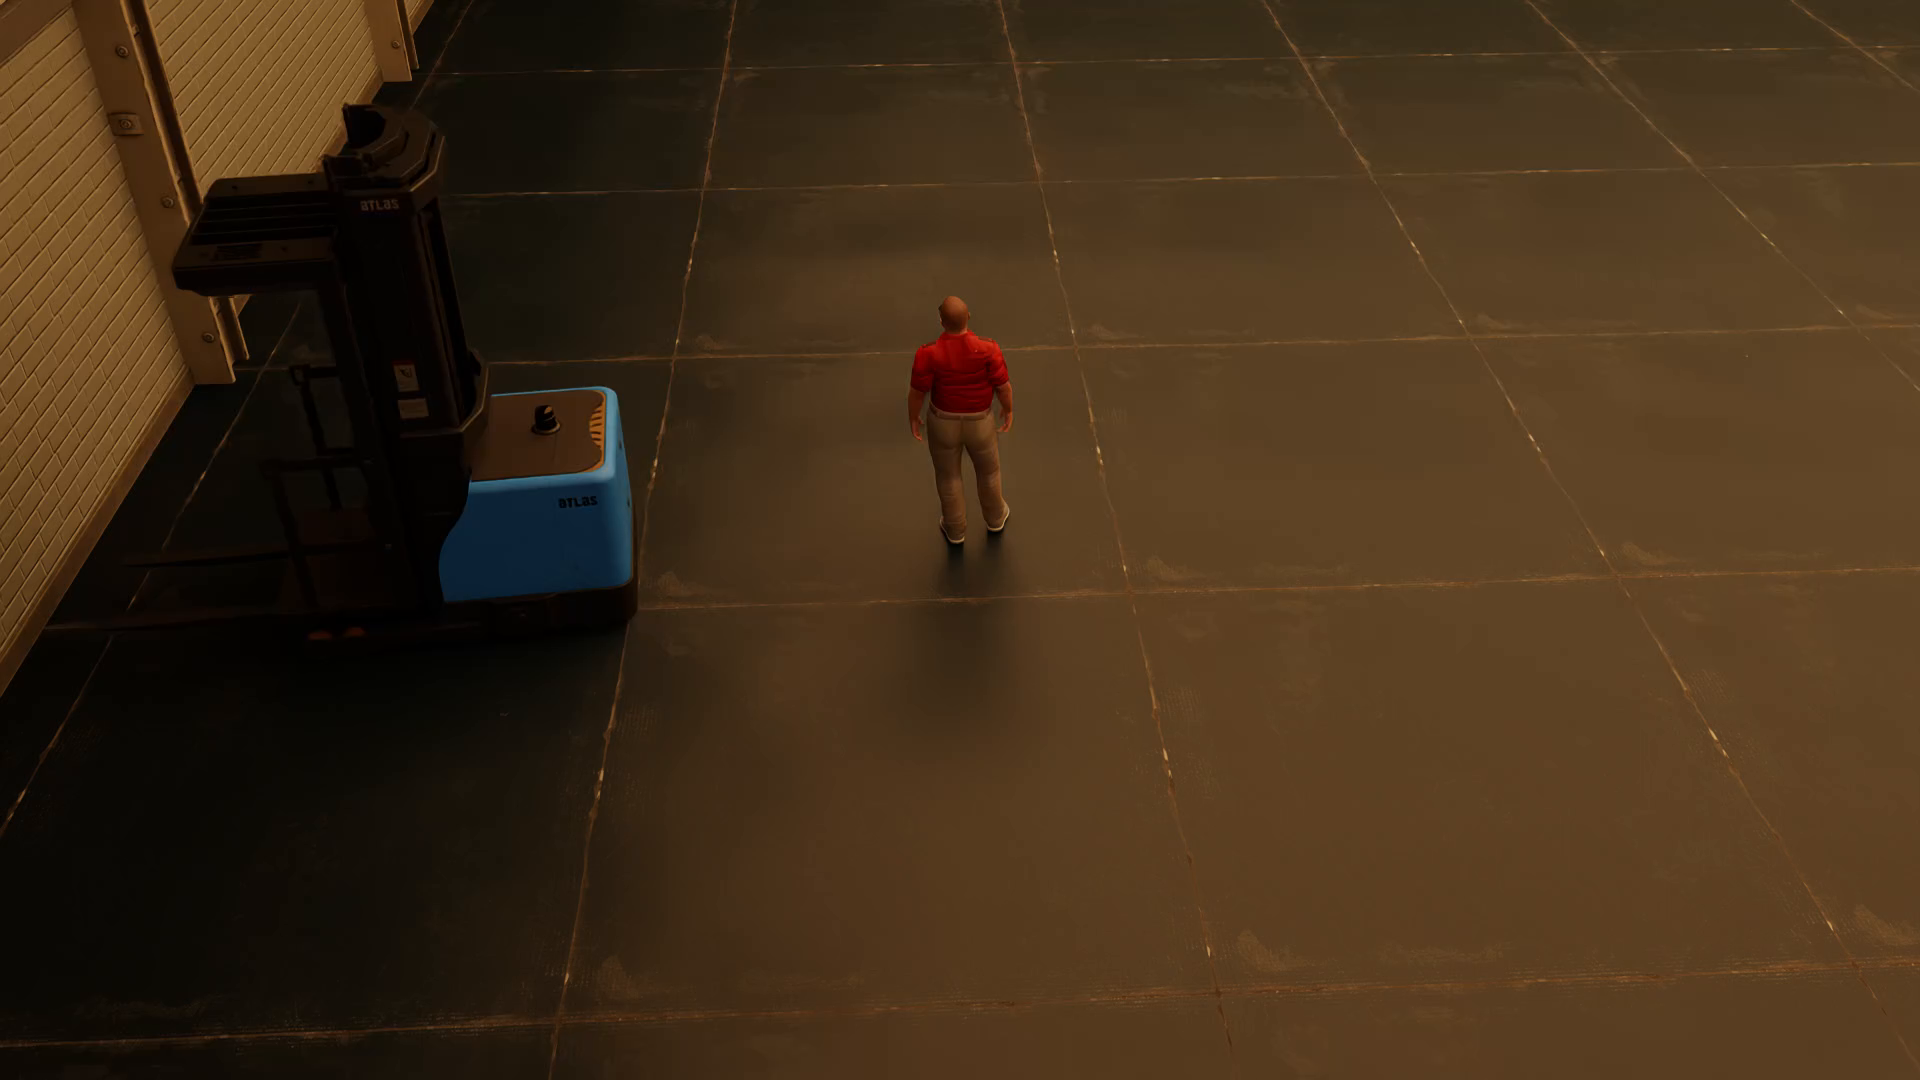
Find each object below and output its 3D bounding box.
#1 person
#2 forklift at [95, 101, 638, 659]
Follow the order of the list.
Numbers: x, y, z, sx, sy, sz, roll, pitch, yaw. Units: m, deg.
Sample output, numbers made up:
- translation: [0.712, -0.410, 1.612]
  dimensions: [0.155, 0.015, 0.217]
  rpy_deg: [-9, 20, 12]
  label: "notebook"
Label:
- translation: [0.007, -0.758, 10.060]
  dimensions: [0.642, 1.727, 0.550]
  rpy_deg: [-2, 36, -2]
  label: "person"
- translation: [-3.467, -0.833, 9.155]
  dimensions: [3.031, 2.935, 1.130]
  rpy_deg: [-5, 36, -7]
  label: "forklift"
